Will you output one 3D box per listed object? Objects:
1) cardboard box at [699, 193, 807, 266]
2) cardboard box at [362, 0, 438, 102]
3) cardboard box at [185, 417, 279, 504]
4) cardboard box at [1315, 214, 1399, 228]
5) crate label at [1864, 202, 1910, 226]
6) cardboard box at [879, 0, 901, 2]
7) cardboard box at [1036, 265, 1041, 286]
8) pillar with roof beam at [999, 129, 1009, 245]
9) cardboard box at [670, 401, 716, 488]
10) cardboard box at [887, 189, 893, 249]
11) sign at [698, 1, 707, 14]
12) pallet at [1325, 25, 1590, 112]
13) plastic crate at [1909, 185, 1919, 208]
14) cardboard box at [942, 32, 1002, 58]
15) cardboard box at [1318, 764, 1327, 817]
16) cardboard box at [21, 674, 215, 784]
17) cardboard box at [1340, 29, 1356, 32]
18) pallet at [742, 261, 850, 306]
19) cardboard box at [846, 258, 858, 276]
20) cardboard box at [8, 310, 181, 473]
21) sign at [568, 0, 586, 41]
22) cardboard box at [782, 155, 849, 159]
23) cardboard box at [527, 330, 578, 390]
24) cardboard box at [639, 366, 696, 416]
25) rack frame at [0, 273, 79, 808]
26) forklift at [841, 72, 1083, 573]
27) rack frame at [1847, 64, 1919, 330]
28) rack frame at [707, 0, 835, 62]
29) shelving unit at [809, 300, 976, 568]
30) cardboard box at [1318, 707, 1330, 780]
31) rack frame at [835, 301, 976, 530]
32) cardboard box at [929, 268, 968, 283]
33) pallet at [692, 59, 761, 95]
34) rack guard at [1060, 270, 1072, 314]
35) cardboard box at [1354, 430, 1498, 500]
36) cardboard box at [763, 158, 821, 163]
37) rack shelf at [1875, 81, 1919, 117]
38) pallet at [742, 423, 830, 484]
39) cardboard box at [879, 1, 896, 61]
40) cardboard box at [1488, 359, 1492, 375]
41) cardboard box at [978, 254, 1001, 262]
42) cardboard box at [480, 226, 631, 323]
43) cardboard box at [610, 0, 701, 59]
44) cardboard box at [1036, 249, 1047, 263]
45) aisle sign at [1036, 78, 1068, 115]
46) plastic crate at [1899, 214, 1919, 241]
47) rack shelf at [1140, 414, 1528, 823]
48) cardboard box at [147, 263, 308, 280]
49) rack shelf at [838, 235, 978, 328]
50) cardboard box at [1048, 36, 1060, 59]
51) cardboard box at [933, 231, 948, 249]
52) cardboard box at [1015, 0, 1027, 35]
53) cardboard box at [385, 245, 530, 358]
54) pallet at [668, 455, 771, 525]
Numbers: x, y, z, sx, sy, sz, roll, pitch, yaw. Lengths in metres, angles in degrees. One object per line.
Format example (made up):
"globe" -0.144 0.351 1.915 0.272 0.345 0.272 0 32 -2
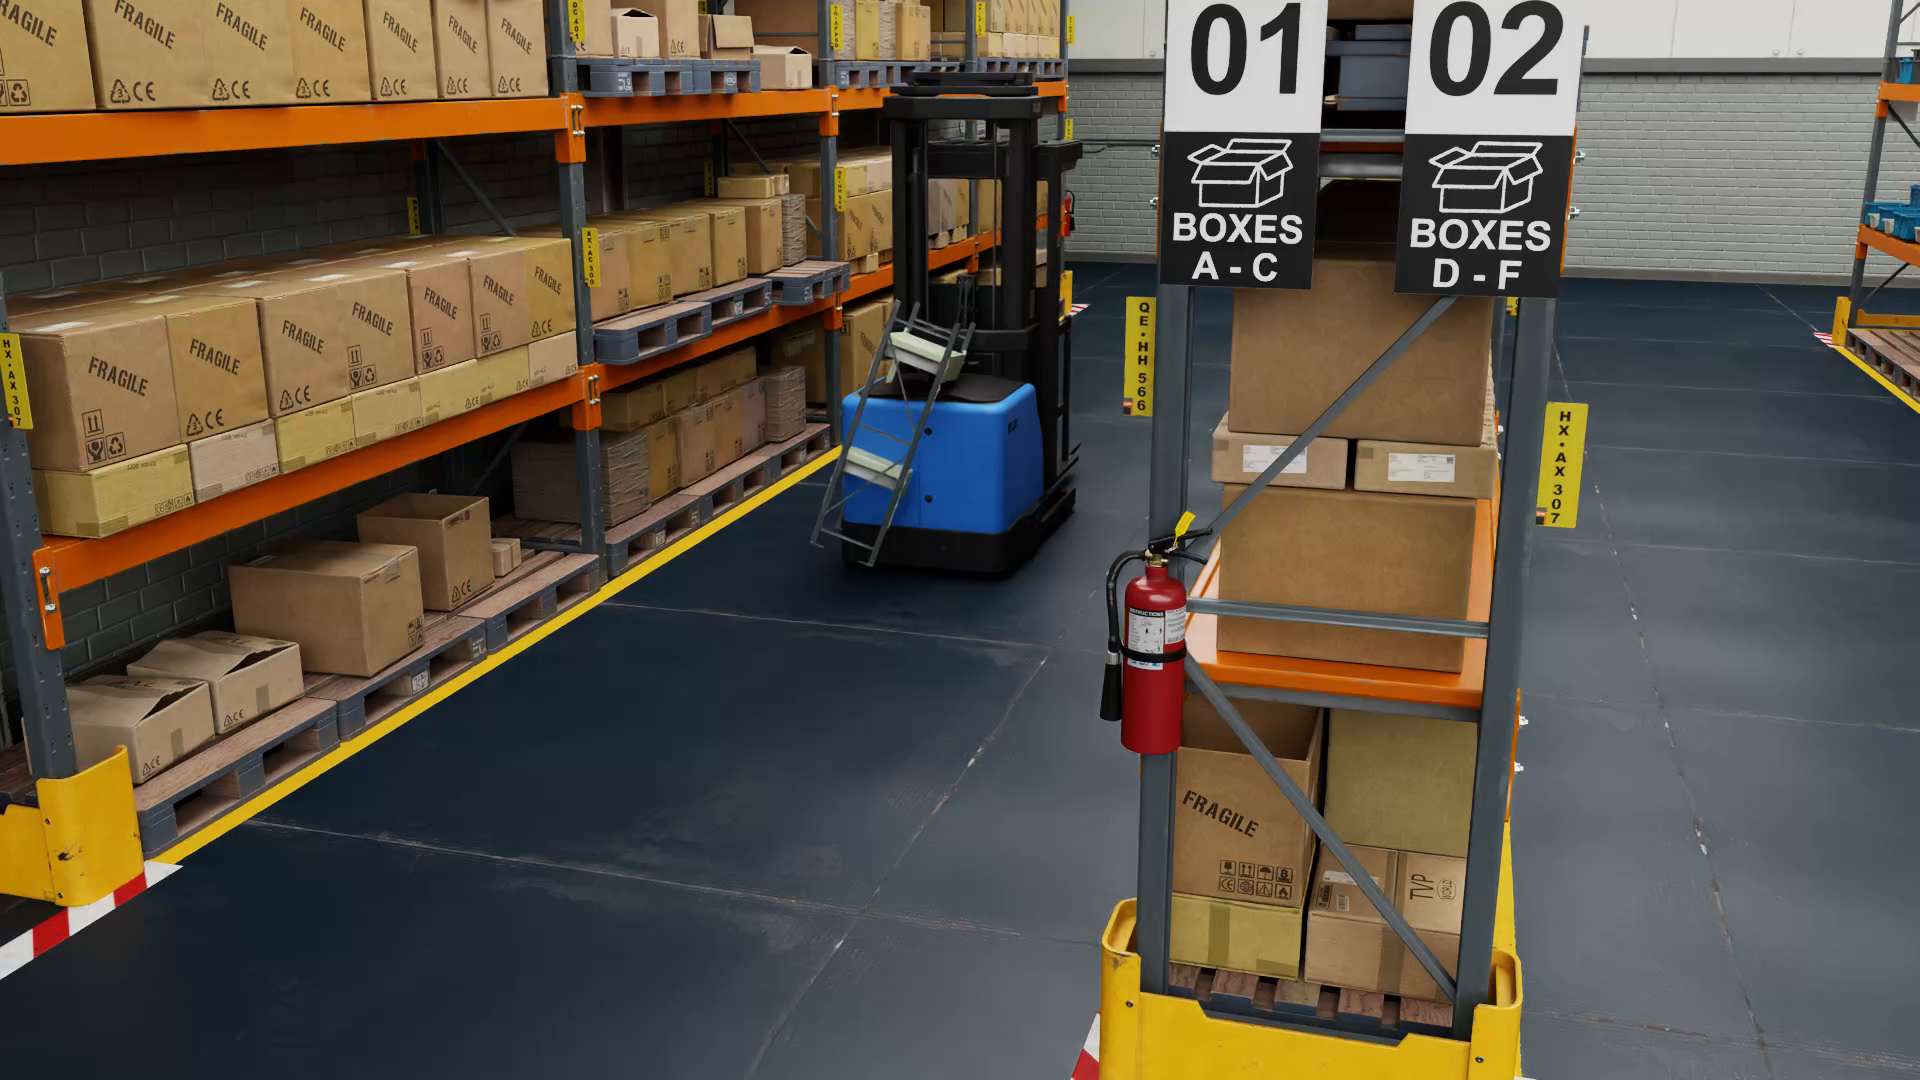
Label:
"cardboard box" -1.585 -2.394 12.783 0.700 0.500 0.500 3 16 9
"cardboard box" -2.782 -2.282 7.660 0.500 0.500 0.500 4 16 14
"cardboard box" -3.158 -0.342 6.778 0.500 0.250 0.500 4 16 14
"cardboard box" 1.462 -0.859 5.800 0.700 0.500 0.500 5 16 16
"crate label" 9.925 -3.492 17.840 0.416 0.233 0.303 5 16 16
"cardboard box" -0.843 -5.002 15.108 0.500 0.250 0.500 4 16 14
"cardboard box" 0.567 -3.029 19.821 0.700 0.500 0.500 5 16 16
"pillar with roof beam" 4.878 -7.677 21.403 9.100 9.000 0.400 5 16 16
"cardboard box" -2.122 -0.684 11.518 0.700 0.500 0.500 5 17 17
"cardboard box" -0.778 -2.832 14.552 0.500 0.500 0.500 5 16 16
"sign" -1.991 -4.033 12.961 0.100 0.325 0.005 5 16 16
"pallet" 1.241 -1.365 4.811 1.003 0.211 1.213 5 16 16
"plastic crate" 10.395 -3.526 17.590 0.616 0.435 0.499 5 16 16
"cardboard box" 0.125 -5.086 17.088 0.500 0.250 0.500 5 16 16
"cardboard box" 1.156 0.913 6.382 0.500 0.250 0.500 5 16 16
"cardboard box" -3.452 0.743 6.834 0.500 0.311 0.500 3 16 10
"cardboard box" 1.248 -1.918 5.736 0.500 0.311 0.500 7 17 22
"pallet" -1.562 -1.971 12.632 1.213 0.211 1.003 5 16 16
"cardboard box" -1.066 -2.280 13.795 0.380 0.149 0.250 5 17 17
"cardboard box" -3.311 -0.565 6.187 0.500 0.500 0.500 5 16 16
"sign" -2.076 -2.863 8.982 0.100 0.325 0.005 5 16 16
"cardboard box" -1.282 -3.227 14.572 0.500 0.250 0.500 4 16 14
"cardboard box" -2.442 -1.001 9.101 0.500 0.250 0.500 5 16 16
"cardboard box" -2.139 -1.027 11.353 0.500 0.250 0.500 4 16 14
"rack frame" -3.735 -0.165 5.914 1.000 3.000 0.127 5 16 16
"forklift" 0.174 -1.575 11.012 1.130 2.935 3.031 4 16 15
"rack frame" 10.311 -3.583 17.963 1.000 3.000 0.127 5 16 16
"rack frame" -1.461 -5.144 12.474 1.000 3.000 0.127 5 16 16
"shelving unit" -0.390 -0.652 9.942 0.431 1.500 0.755 21 10 4
"cardboard box" 1.153 0.552 6.281 0.500 0.500 0.500 5 16 16
"rack frame" -0.343 -0.699 10.301 0.400 1.500 0.023 21 10 4
"cardboard box" -0.385 -2.292 16.583 0.750 0.750 0.750 5 17 17
"pallet" -2.029 -2.989 10.717 1.213 0.211 1.003 5 16 16
"rack guard" 0.819 -3.155 21.035 1.175 0.500 0.348 5 16 16
"cardboard box" 1.334 -0.228 4.764 0.380 0.149 0.250 5 16 15
"cardboard box" -1.430 -3.093 14.099 0.500 0.250 0.500 4 16 14
"rack shelf" 9.742 -4.156 15.807 1.077 0.370 4.000 5 16 16
"pallet" -1.685 -0.712 12.953 1.003 0.211 1.213 5 16 16
"cardboard box" -0.980 -4.509 14.742 0.700 0.500 0.500 5 16 16
"cardboard box" 1.698 -0.565 5.952 0.380 0.149 0.250 4 16 15
"cardboard box" 0.267 -3.255 19.431 0.380 0.149 0.250 5 17 17
"cardboard box" -2.421 -1.602 9.990 0.700 0.500 0.500 5 16 16
"cardboard box" -2.016 -3.364 10.743 0.500 0.500 0.500 4 16 14
"cardboard box" 0.847 -3.424 20.026 0.380 0.149 0.250 4 16 15
"aisle sign" 1.120 -5.597 20.301 0.394 0.787 0.004 5 16 16
"plastic crate" 9.465 -3.069 16.349 0.416 0.233 0.300 5 16 16
"rack shelf" 1.584 0.041 6.506 1.077 0.370 4.000 5 16 16
"cardboard box" -3.366 -1.001 7.726 0.500 0.500 0.500 5 17 17
"rack shelf" -0.893 -2.435 15.236 1.077 0.370 4.000 5 16 16
"cardboard box" 0.858 -5.760 19.464 0.500 0.250 0.500 5 17 18
"cardboard box" -0.334 -2.877 15.899 0.380 0.149 0.250 5 16 16
"cardboard box" 0.422 -5.716 17.934 0.500 0.500 0.500 5 17 16
"cardboard box" -2.572 -1.231 8.536 0.500 0.500 0.500 5 16 16
"pallet" -2.033 -0.394 11.831 1.003 0.211 1.213 5 16 16
